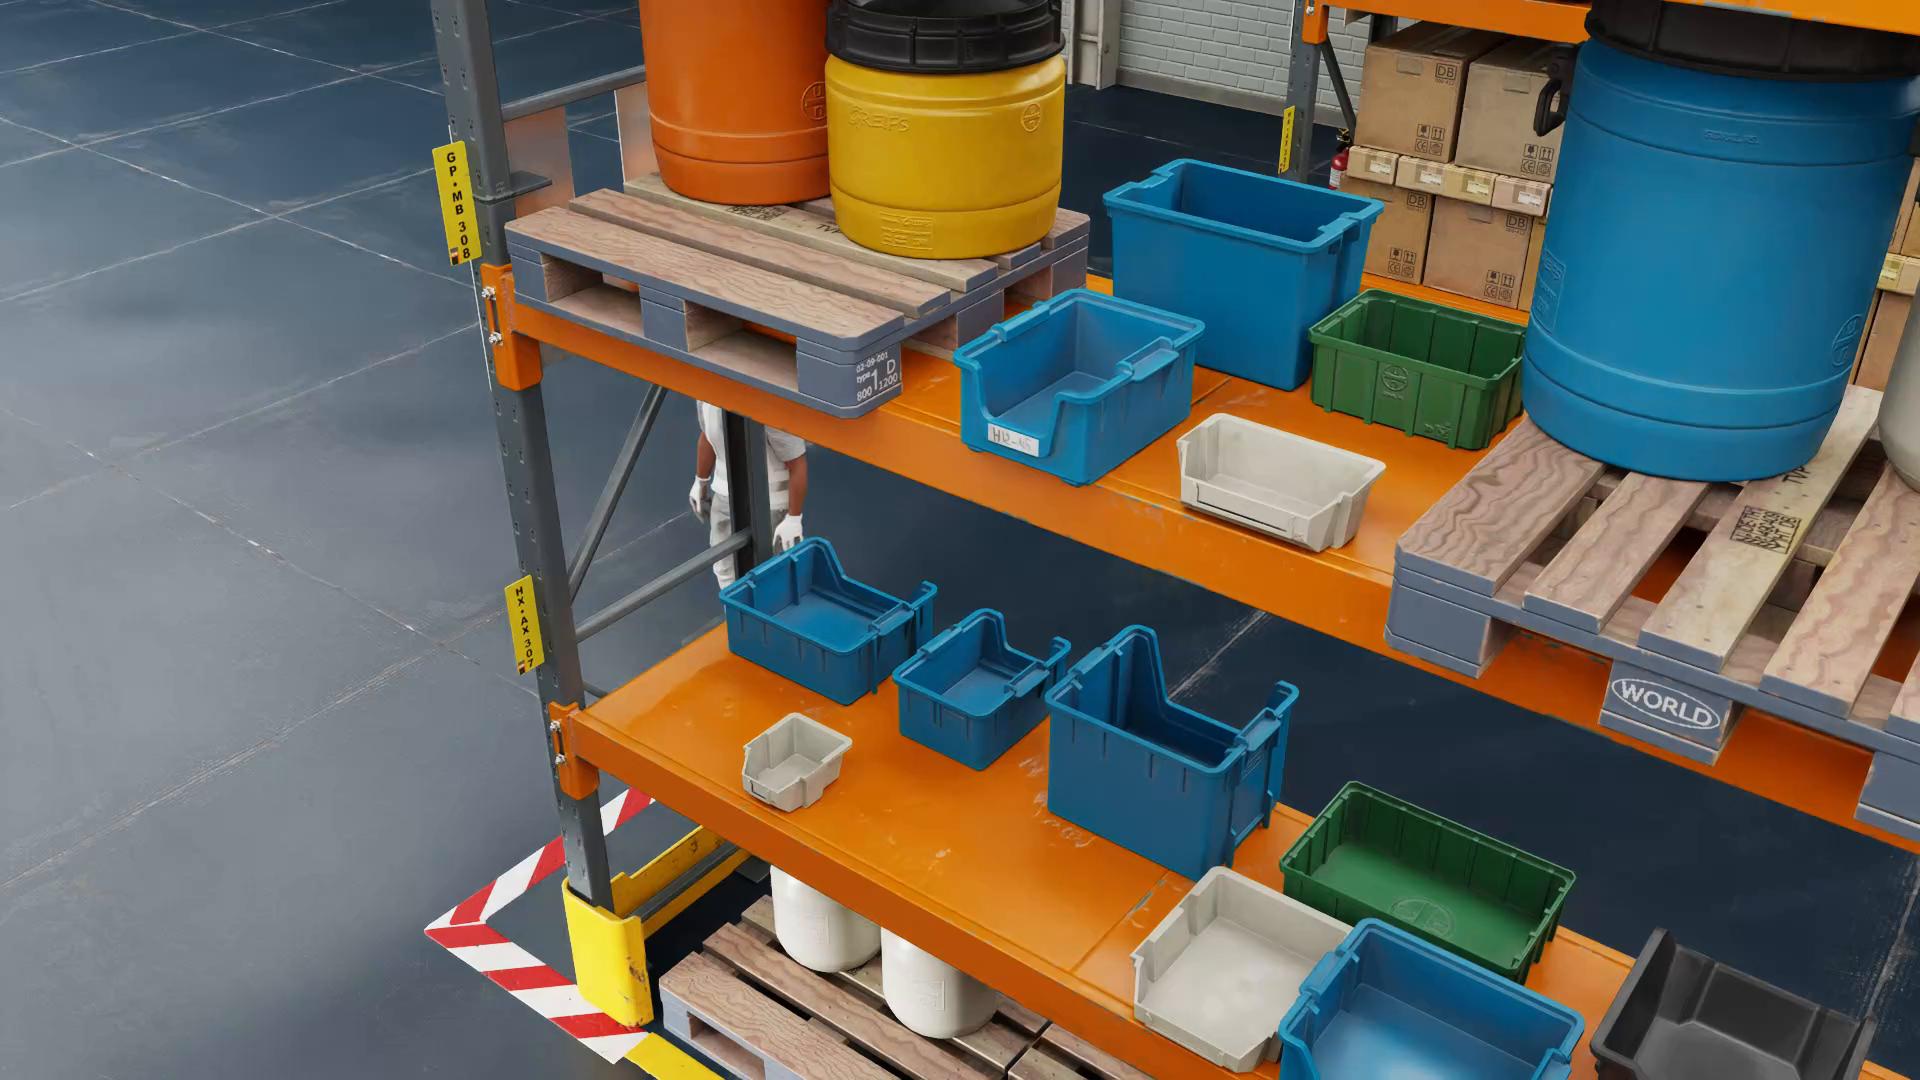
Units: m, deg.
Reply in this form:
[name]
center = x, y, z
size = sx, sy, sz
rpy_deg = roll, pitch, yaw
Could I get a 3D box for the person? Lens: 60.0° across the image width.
[person]
center = -0.940, -0.159, 7.390
size = 0.629, 1.774, 0.452
rpy_deg = 22, 37, 32
